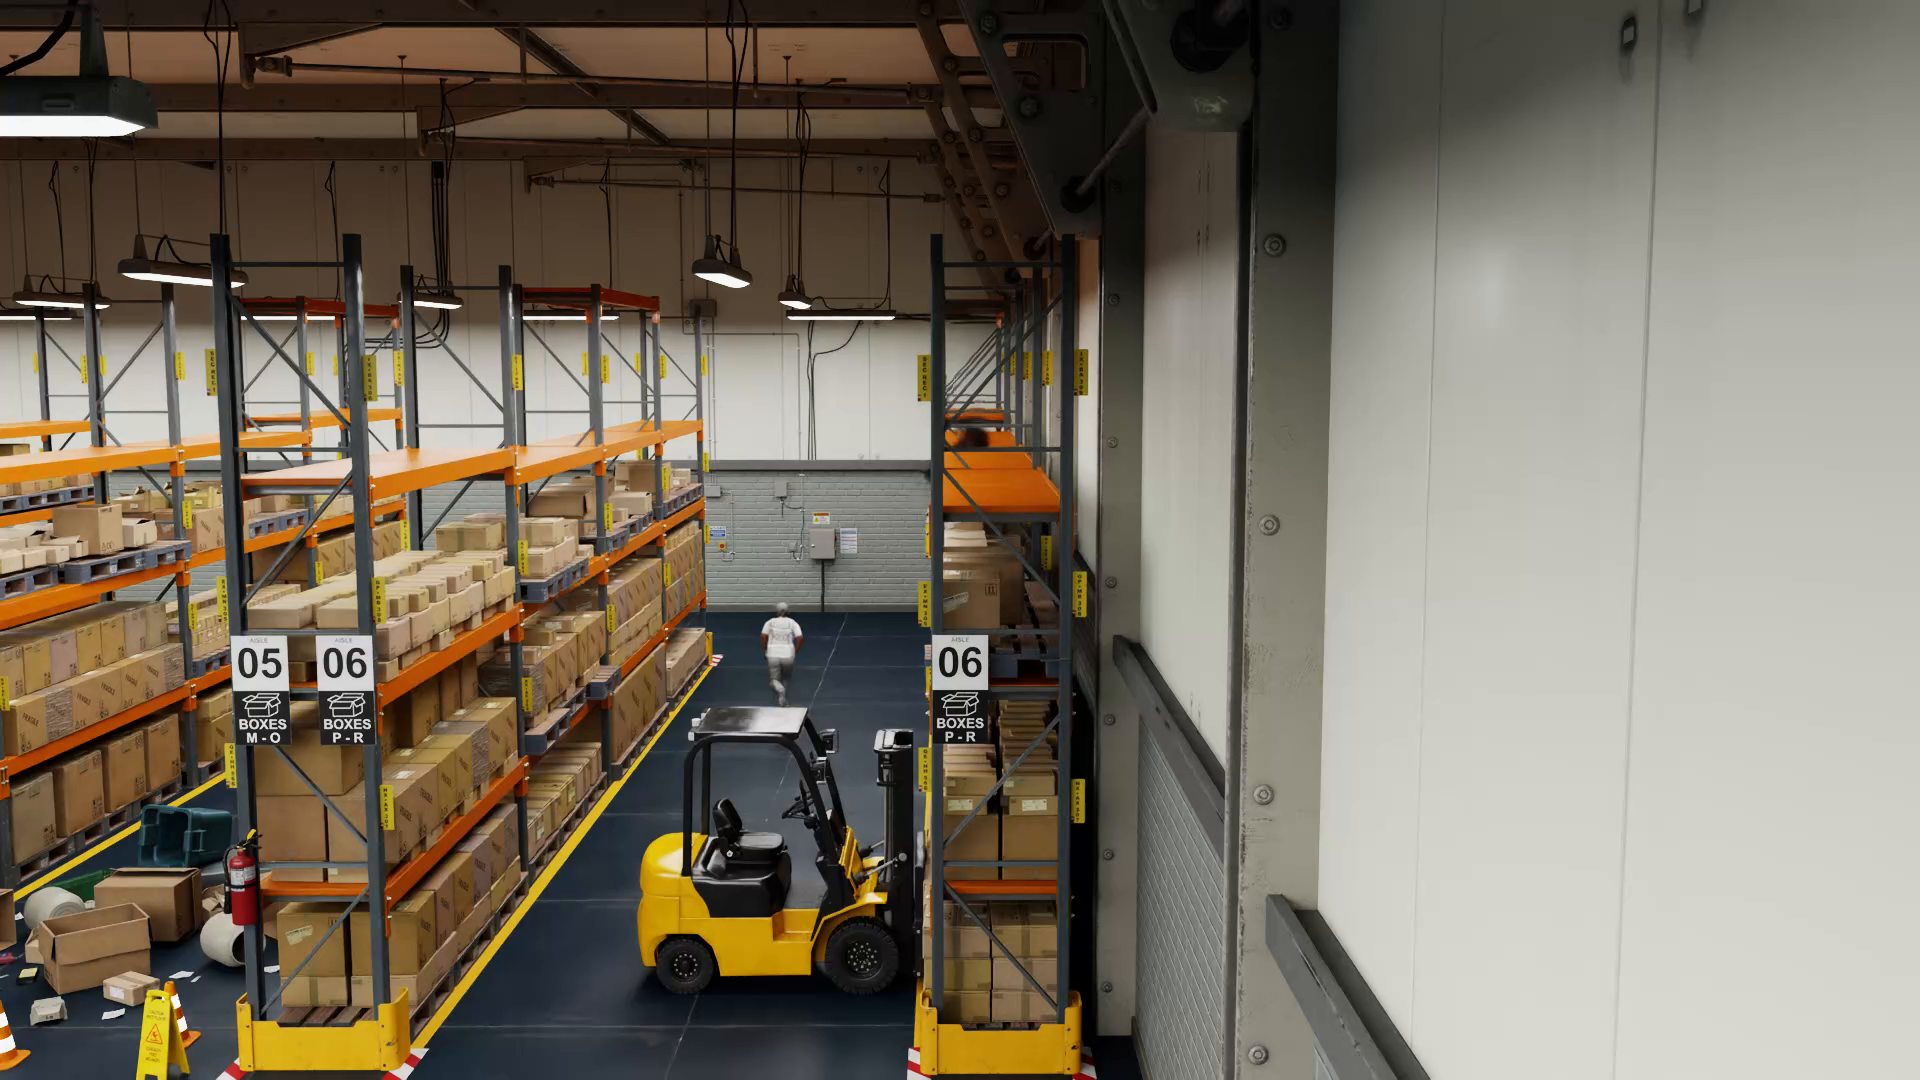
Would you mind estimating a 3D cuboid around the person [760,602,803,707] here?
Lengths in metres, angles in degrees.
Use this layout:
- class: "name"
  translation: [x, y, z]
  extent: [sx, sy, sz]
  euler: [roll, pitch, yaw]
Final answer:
- class: "person"
  translation: [-2.562, 1.747, 23.943]
  extent: [0.611, 1.660, 0.879]
  euler: [-1, 6, -13]
